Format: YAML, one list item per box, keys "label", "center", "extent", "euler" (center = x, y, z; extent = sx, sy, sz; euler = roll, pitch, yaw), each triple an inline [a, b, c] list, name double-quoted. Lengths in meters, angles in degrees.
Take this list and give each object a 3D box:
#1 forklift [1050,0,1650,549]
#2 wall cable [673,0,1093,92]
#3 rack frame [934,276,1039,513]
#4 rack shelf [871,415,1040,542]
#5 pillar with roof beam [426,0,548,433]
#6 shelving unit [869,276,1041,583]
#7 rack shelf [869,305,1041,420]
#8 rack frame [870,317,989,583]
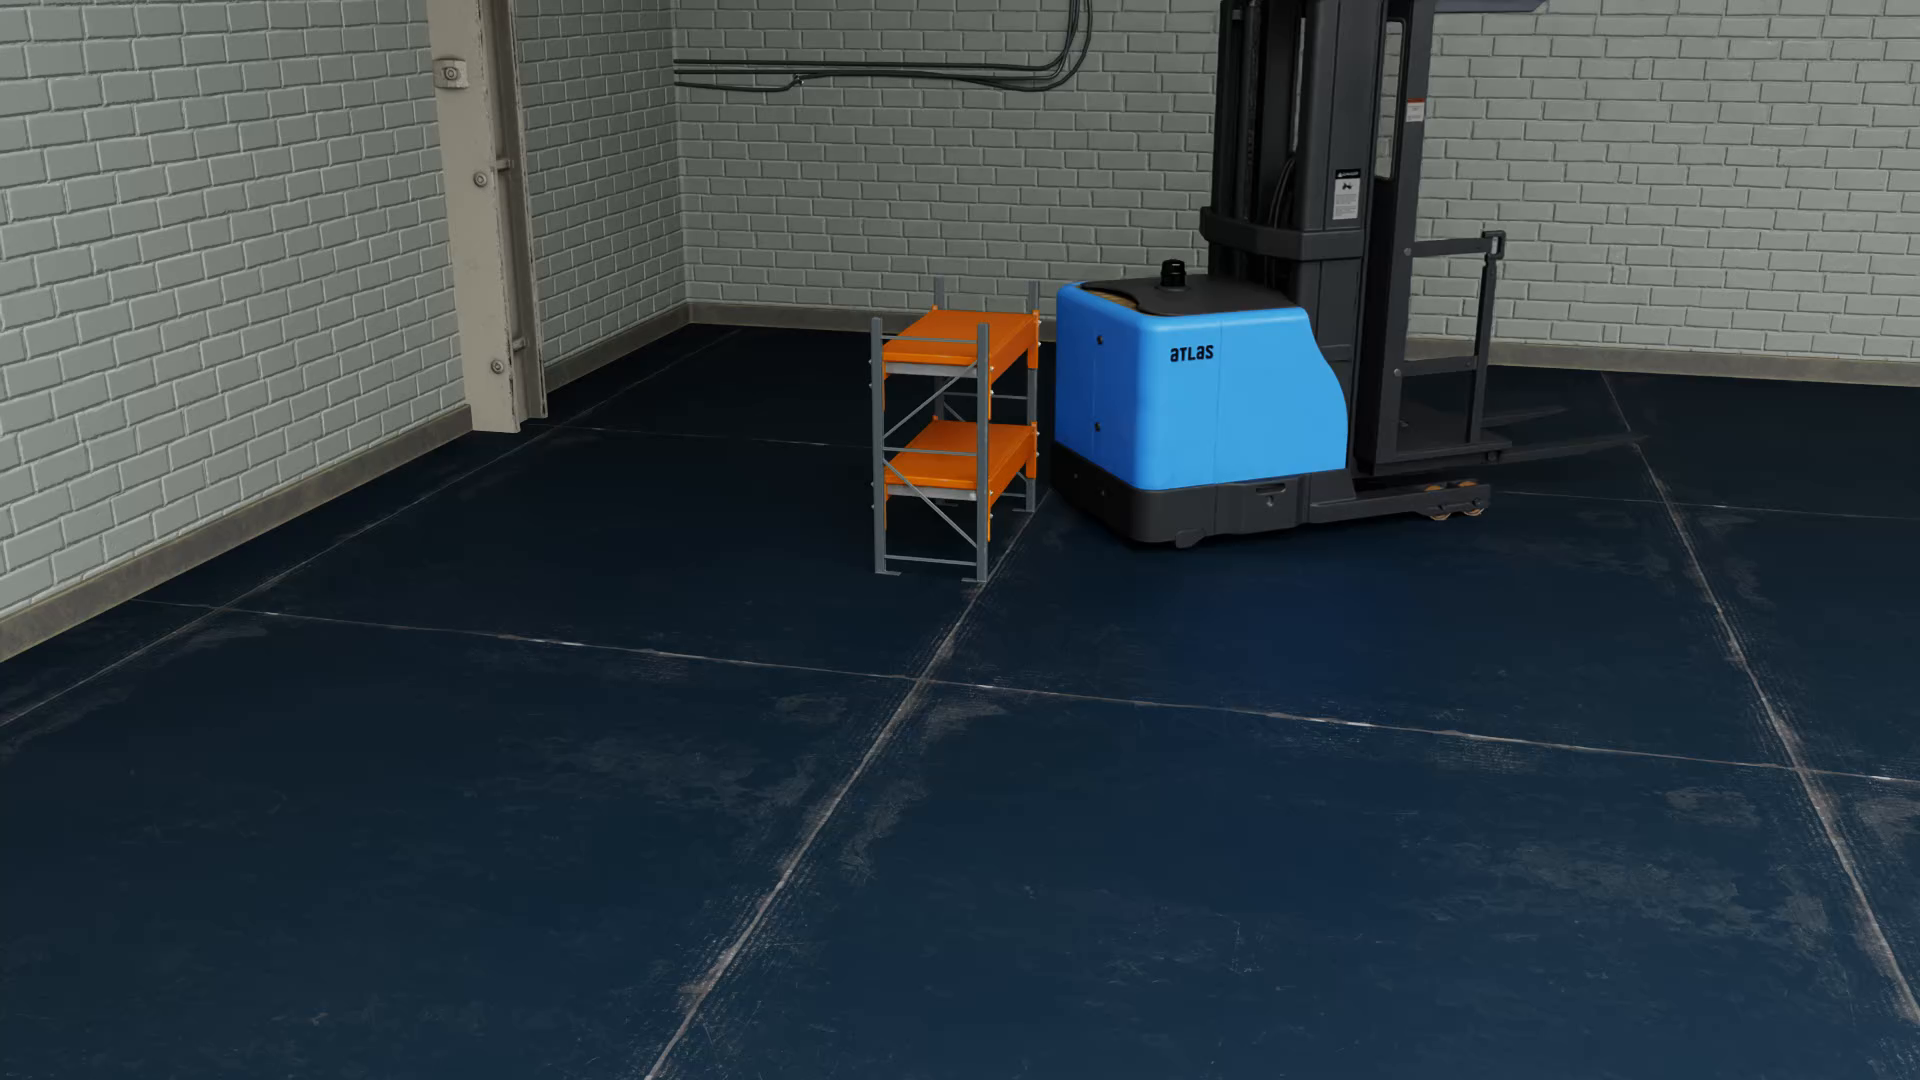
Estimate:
- label: "forklift"
  center: [2.020, -1.630, 7.926]
  extent: [3.031, 2.935, 1.130]
  euler: [-7, 20, -20]
- label: "wall cable"
  center: [-0.628, -4.291, 11.133]
  extent: [3.097, 2.526, 0.112]
  euler: [5, 19, 13]
- label: "rack frame"
  center: [0.123, -0.690, 7.966]
  extent: [0.500, 1.125, 0.032]
  euler: [5, 19, 13]
- label: "rack shelf"
  center: [-0.002, -0.299, 7.579]
  extent: [0.538, 0.278, 1.000]
  euler: [5, 19, 13]
- label: "pillar with roof beam"
  center: [1.545, -4.602, 7.239]
  extent: [9.100, 9.000, 0.400]
  euler: [5, 19, 13]
- label: "shelving unit"
  center: [-0.002, -0.530, 7.500]
  extent: [0.538, 1.125, 1.048]
  euler: [5, 19, 13]
- label: "rack shelf"
  center: [-0.002, -0.807, 7.405]
  extent: [0.538, 0.278, 1.000]
  euler: [5, 19, 13]
- label: "rack frame"
  center: [-0.126, -0.371, 7.033]
  extent: [0.500, 1.125, 0.032]
  euler: [5, 19, 13]
